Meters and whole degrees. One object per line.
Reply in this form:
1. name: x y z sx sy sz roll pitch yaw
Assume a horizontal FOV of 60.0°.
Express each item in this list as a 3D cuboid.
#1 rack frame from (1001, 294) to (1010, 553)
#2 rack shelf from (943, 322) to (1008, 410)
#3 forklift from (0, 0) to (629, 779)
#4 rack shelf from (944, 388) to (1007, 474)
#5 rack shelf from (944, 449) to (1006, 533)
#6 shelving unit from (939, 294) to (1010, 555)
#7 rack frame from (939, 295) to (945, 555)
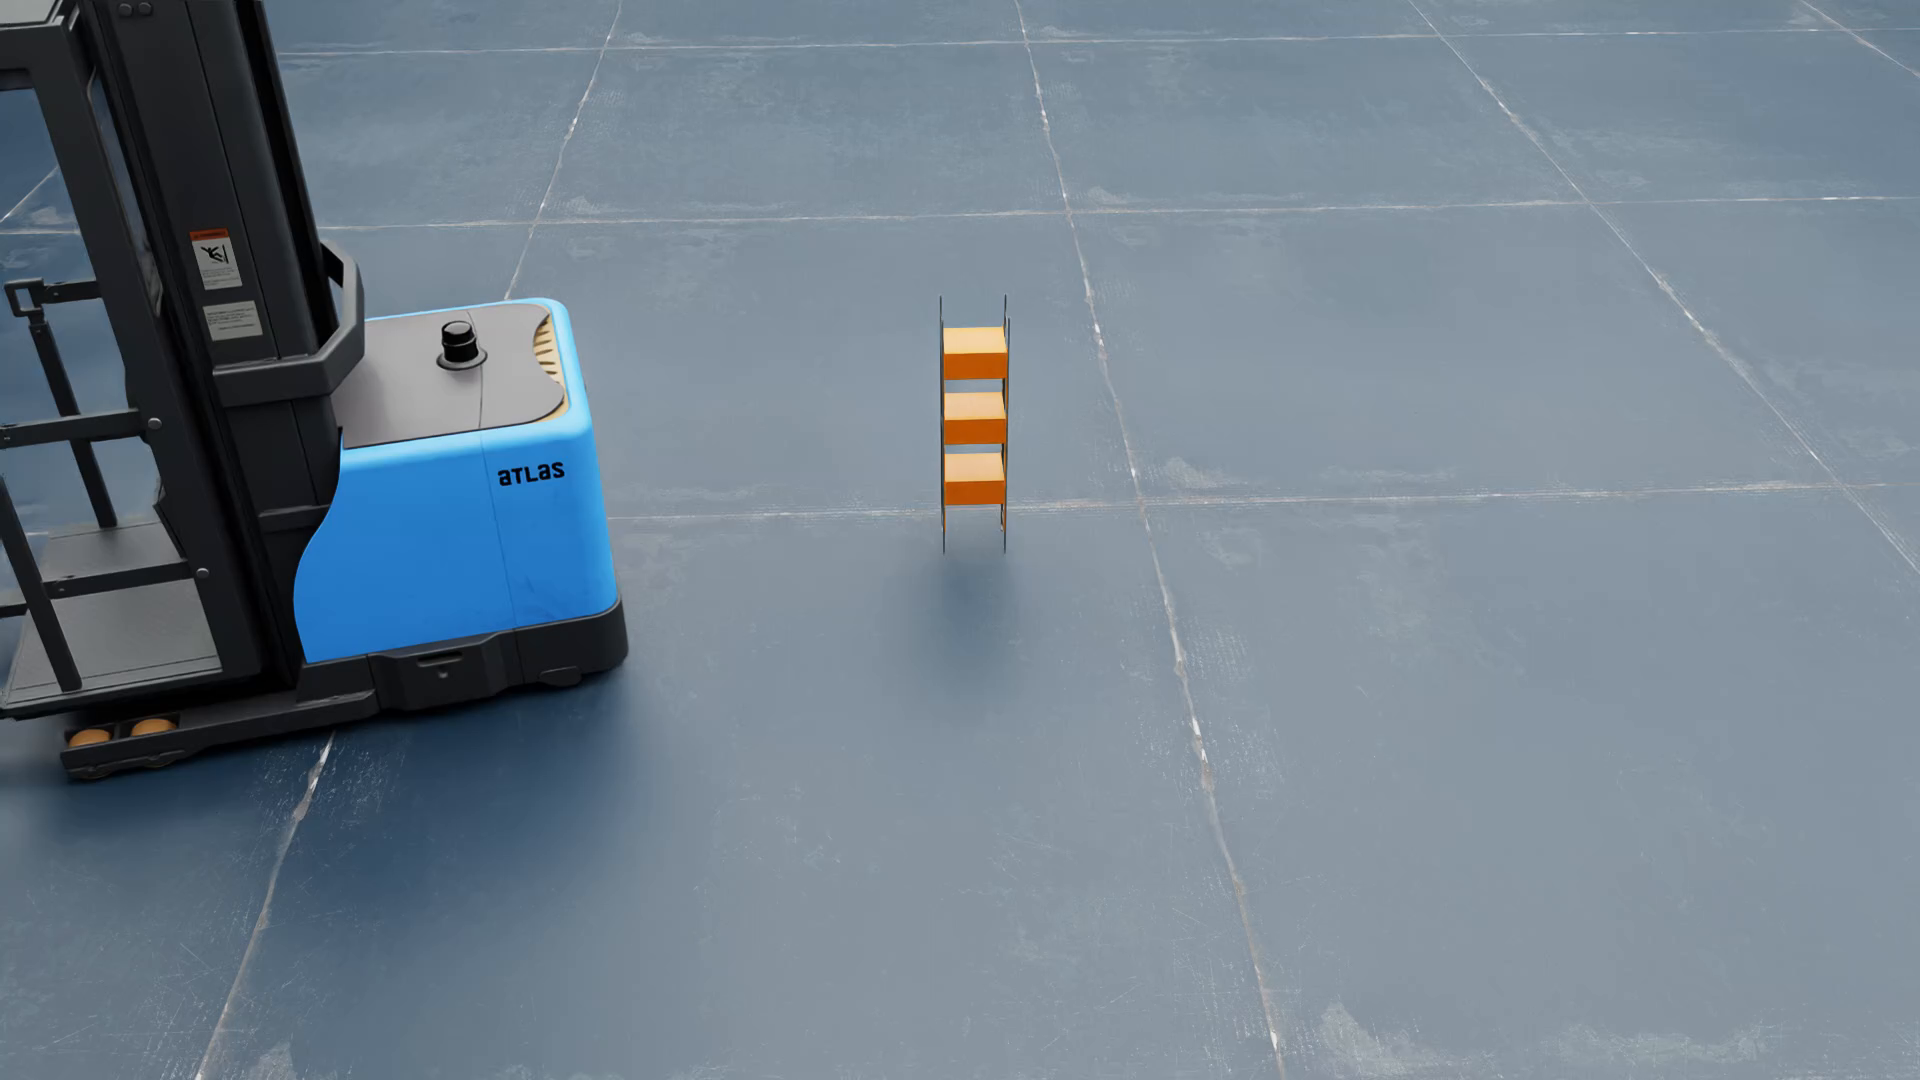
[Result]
1. rack frame: 0.175 -0.436 6.458 0.008 1.050 0.200 -2 35 -2
2. rack shelf: 0.053 -0.658 6.298 0.240 0.259 0.215 -2 35 -2
3. forklift: -2.779 -0.739 5.242 3.031 2.935 1.130 -10 36 -13
4. rack shelf: 0.053 -0.424 6.459 0.240 0.259 0.215 -2 35 -2
5. rack shelf: 0.053 -0.196 6.618 0.240 0.259 0.215 -2 35 -2
6. shelving unit: 0.053 -0.433 6.453 0.252 1.050 0.215 -2 35 -2
7. rack frame: -0.068 -0.430 6.449 0.008 1.050 0.200 -2 35 -2
